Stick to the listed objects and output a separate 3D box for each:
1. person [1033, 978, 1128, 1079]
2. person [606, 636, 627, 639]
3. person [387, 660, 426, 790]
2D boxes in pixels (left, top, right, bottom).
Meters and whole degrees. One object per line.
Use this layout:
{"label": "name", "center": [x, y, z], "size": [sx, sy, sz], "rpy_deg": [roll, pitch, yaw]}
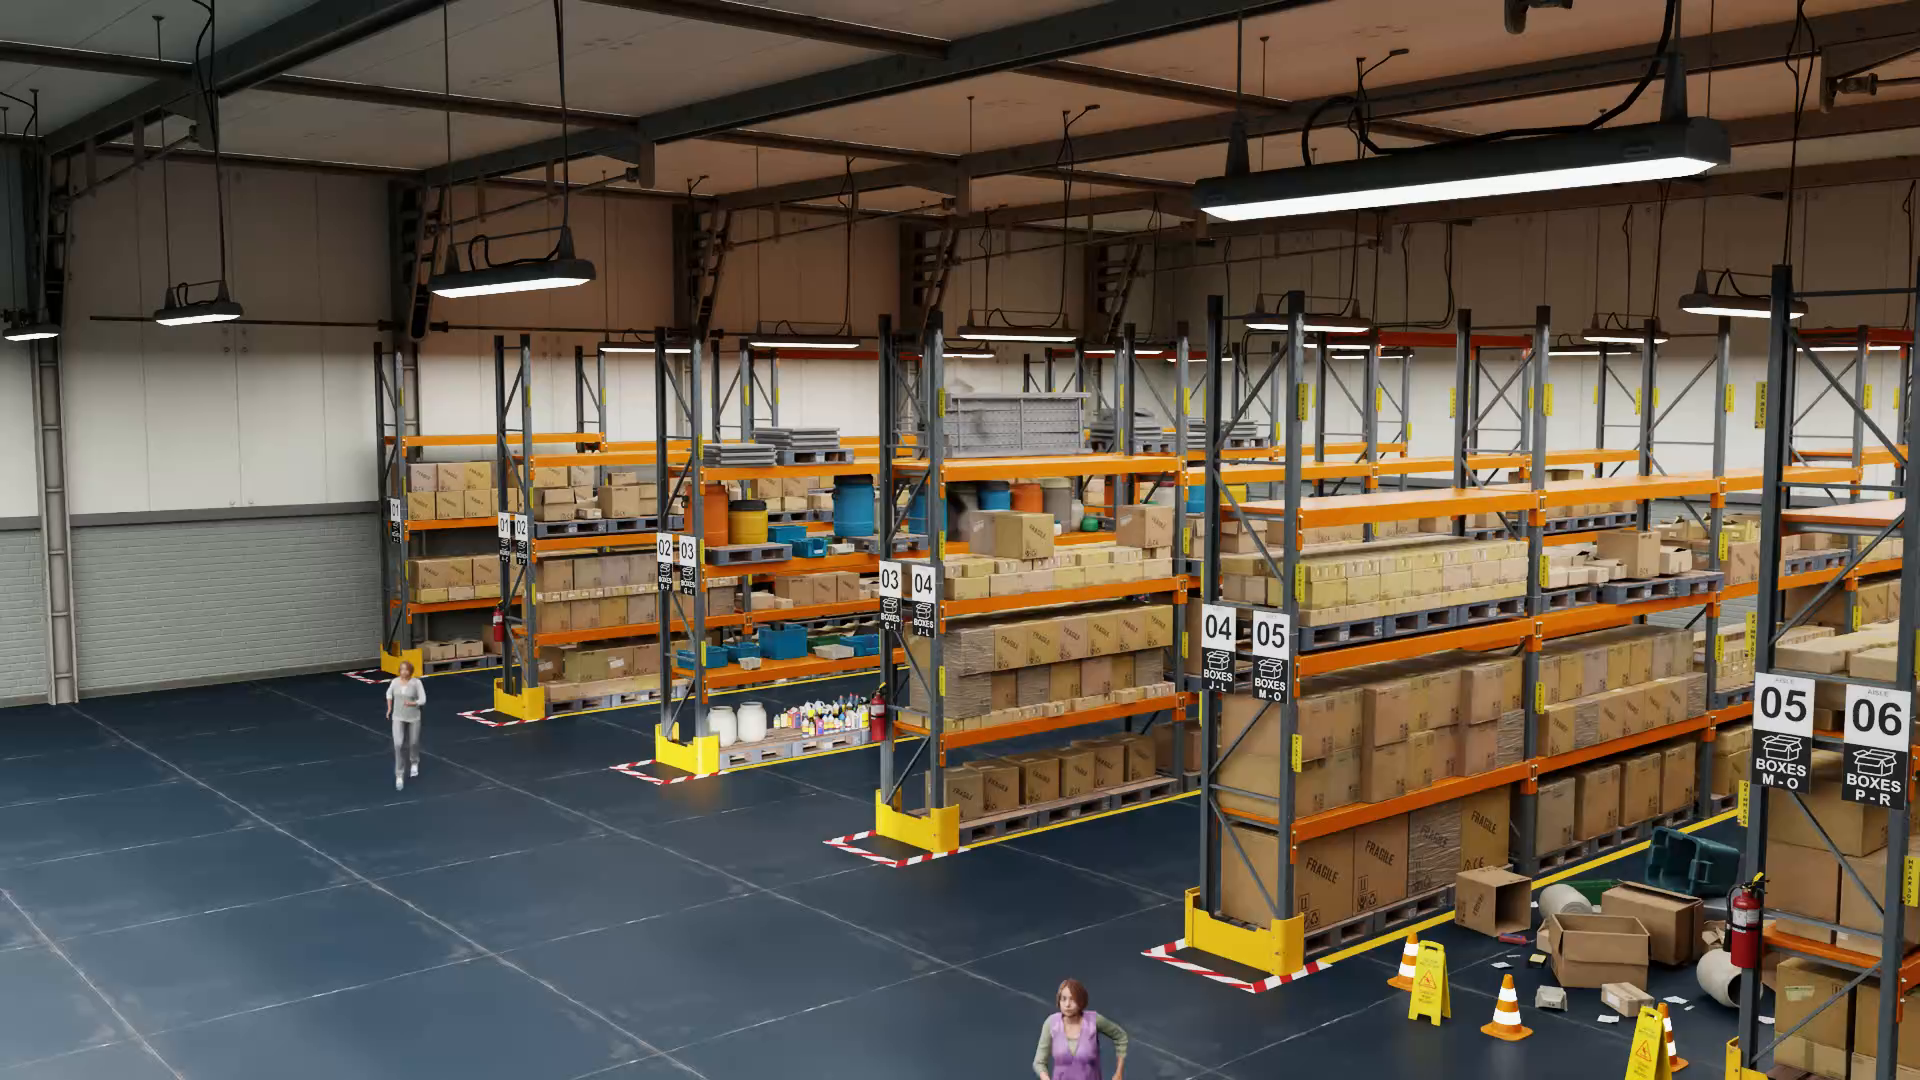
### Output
{"label": "person", "center": [0.730, 3.458, 10.226], "size": [0.560, 1.553, 0.690], "rpy_deg": [1, 5, 12]}
{"label": "person", "center": [-6.052, 1.595, 29.367], "size": [0.659, 1.835, 0.909], "rpy_deg": [5, 7, 43]}
{"label": "person", "center": [-7.236, 2.382, 21.745], "size": [0.517, 1.621, 0.759], "rpy_deg": [-1, 5, -13]}
